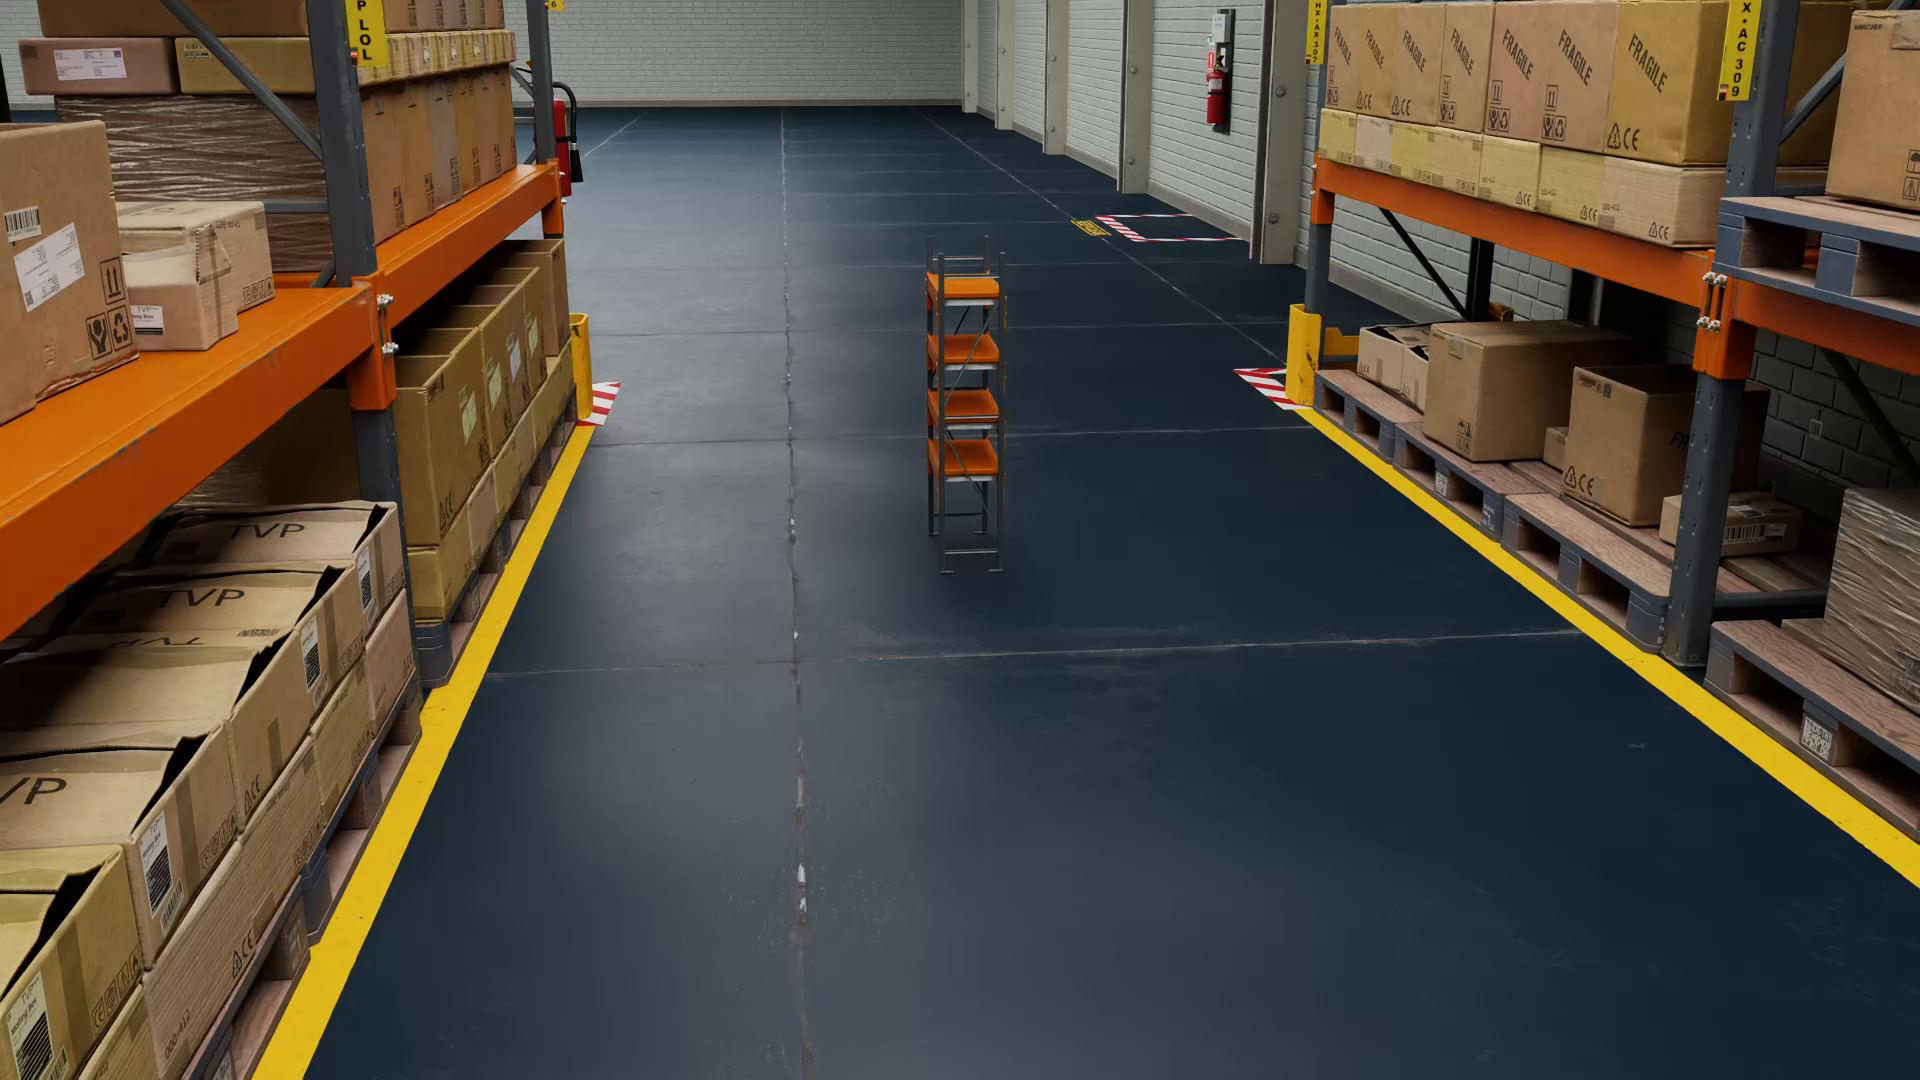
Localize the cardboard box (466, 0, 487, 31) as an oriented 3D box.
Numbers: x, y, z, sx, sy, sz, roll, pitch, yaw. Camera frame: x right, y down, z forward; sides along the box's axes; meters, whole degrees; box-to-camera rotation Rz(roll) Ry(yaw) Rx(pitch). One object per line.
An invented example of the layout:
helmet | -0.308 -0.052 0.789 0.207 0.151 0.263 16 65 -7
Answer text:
cardboard box | -2.437 -2.439 7.106 0.700 0.500 0.500 -2 18 -7

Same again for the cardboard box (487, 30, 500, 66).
cardboard box | -2.254 -2.179 7.362 0.380 0.149 0.250 -2 18 -6

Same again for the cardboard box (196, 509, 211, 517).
cardboard box | -2.390 0.087 5.280 0.500 0.250 0.500 -2 18 -6

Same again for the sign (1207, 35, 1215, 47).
sign | 2.523 -5.018 16.708 0.001 0.109 0.331 -2 18 -6

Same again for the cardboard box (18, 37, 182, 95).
cardboard box | -2.366 -1.324 4.637 0.380 0.149 0.250 -2 18 -6

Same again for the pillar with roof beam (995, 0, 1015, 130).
pillar with roof beam | -3.436 -11.936 29.674 9.100 9.000 0.400 -2 18 -6

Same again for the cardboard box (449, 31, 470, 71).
cardboard box | -2.174 -1.948 6.624 0.380 0.149 0.250 -1 17 -4

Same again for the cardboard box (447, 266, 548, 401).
cardboard box | -2.069 -0.883 7.118 0.500 0.500 0.500 -2 18 -6

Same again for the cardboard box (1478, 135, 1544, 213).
cardboard box | 2.341 -1.415 6.392 0.500 0.250 0.500 -2 18 -6

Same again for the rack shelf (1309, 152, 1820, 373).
rack shelf | 2.595 -1.299 7.009 1.077 0.370 4.000 -2 18 -6

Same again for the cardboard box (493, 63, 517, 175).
cardboard box | -2.502 -1.993 7.849 0.700 0.500 0.500 -2 18 -6

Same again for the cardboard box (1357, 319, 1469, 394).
cardboard box | 2.371 -0.957 8.471 0.500 0.311 0.500 -4 18 -12

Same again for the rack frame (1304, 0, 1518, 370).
rack frame | 2.389 -2.239 8.800 1.000 3.000 0.127 -2 18 -6

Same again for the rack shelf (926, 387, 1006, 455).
rack shelf | 0.017 -0.459 6.360 0.258 0.148 0.480 -2 18 -6

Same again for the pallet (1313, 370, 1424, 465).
pallet | 2.446 -0.642 8.371 1.003 0.211 1.213 -2 18 -6

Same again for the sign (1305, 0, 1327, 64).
sign | 1.849 -2.635 8.616 0.100 0.325 0.005 -2 18 -6

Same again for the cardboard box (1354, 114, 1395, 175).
cardboard box | 2.191 -1.867 7.833 0.500 0.250 0.500 -2 18 -7

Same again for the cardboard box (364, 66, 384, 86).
cardboard box | -2.015 -1.488 5.157 0.380 0.149 0.250 -2 18 -7

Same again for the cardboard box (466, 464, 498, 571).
cardboard box | -1.918 -0.078 5.806 0.500 0.250 0.500 -2 18 -6

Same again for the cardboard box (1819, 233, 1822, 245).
cardboard box | 2.966 -1.131 5.490 0.500 0.250 0.500 -2 17 -5

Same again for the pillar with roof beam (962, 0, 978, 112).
pillar with roof beam | -4.055 -13.724 35.368 9.100 9.000 0.400 -2 18 -6

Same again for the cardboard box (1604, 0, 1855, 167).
cardboard box | 2.445 -1.474 5.329 0.500 0.500 0.500 -2 18 -6

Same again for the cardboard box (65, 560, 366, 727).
cardboard box | -1.738 0.218 3.928 0.500 0.311 0.500 -1 17 -4

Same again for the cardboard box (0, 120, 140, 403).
cardboard box | -2.008 -0.554 3.267 0.500 0.500 0.500 -1 17 -2

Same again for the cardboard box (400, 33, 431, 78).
cardboard box | -2.097 -1.720 5.897 0.380 0.149 0.250 -2 18 -7

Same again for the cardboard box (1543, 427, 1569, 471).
cardboard box | 2.657 -0.374 6.884 0.380 0.149 0.250 -3 18 -10

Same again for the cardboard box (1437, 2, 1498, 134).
cardboard box | 2.293 -1.928 6.774 0.500 0.500 0.500 -1 17 -4

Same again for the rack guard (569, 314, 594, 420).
rack guard | -2.540 -0.899 8.706 1.175 0.500 0.348 -2 18 -6

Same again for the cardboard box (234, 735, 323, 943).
cardboard box | -1.691 0.637 3.531 0.500 0.250 0.500 -1 17 -4

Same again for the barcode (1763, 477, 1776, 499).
barcode | 3.012 -0.193 6.190 0.001 0.075 0.075 -2 18 -6

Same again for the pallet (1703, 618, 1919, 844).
pallet | 2.883 0.516 4.683 1.003 0.211 1.213 -2 18 -6

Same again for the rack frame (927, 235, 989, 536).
rack frame | -0.008 -0.596 6.572 0.240 1.200 0.015 -2 18 -6

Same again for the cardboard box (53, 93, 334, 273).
cardboard box | -2.177 -1.072 4.918 0.700 0.500 0.500 -2 18 -7

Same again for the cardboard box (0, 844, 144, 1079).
cardboard box | -1.587 0.670 2.489 0.500 0.311 0.500 -2 18 -7

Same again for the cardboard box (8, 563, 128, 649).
cardboard box | -2.284 0.231 3.885 0.500 0.311 0.500 -2 18 -6

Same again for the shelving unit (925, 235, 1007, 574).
shelving unit | 0.017 -0.523 6.340 0.258 1.200 0.503 -2 18 -6

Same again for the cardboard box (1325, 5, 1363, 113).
cardboard box | 2.139 -2.383 8.224 0.500 0.500 0.500 -2 18 -6

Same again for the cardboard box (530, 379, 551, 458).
cardboard box | -2.072 -0.525 7.230 0.500 0.250 0.500 -2 18 -6

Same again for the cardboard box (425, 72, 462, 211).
cardboard box | -2.340 -1.531 6.380 0.700 0.500 0.500 -1 17 -4

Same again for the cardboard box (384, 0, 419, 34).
cardboard box | -2.282 -1.991 5.678 0.700 0.500 0.500 -2 18 -6

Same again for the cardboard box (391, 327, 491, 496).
cardboard box | -1.921 -0.435 5.694 0.500 0.500 0.500 -2 18 -6

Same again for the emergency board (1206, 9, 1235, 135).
emergency board | 2.486 -4.582 16.263 0.194 1.169 0.643 -2 18 -6

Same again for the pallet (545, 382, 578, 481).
pallet | -2.417 -0.527 8.005 1.003 0.211 1.213 -2 18 -6
